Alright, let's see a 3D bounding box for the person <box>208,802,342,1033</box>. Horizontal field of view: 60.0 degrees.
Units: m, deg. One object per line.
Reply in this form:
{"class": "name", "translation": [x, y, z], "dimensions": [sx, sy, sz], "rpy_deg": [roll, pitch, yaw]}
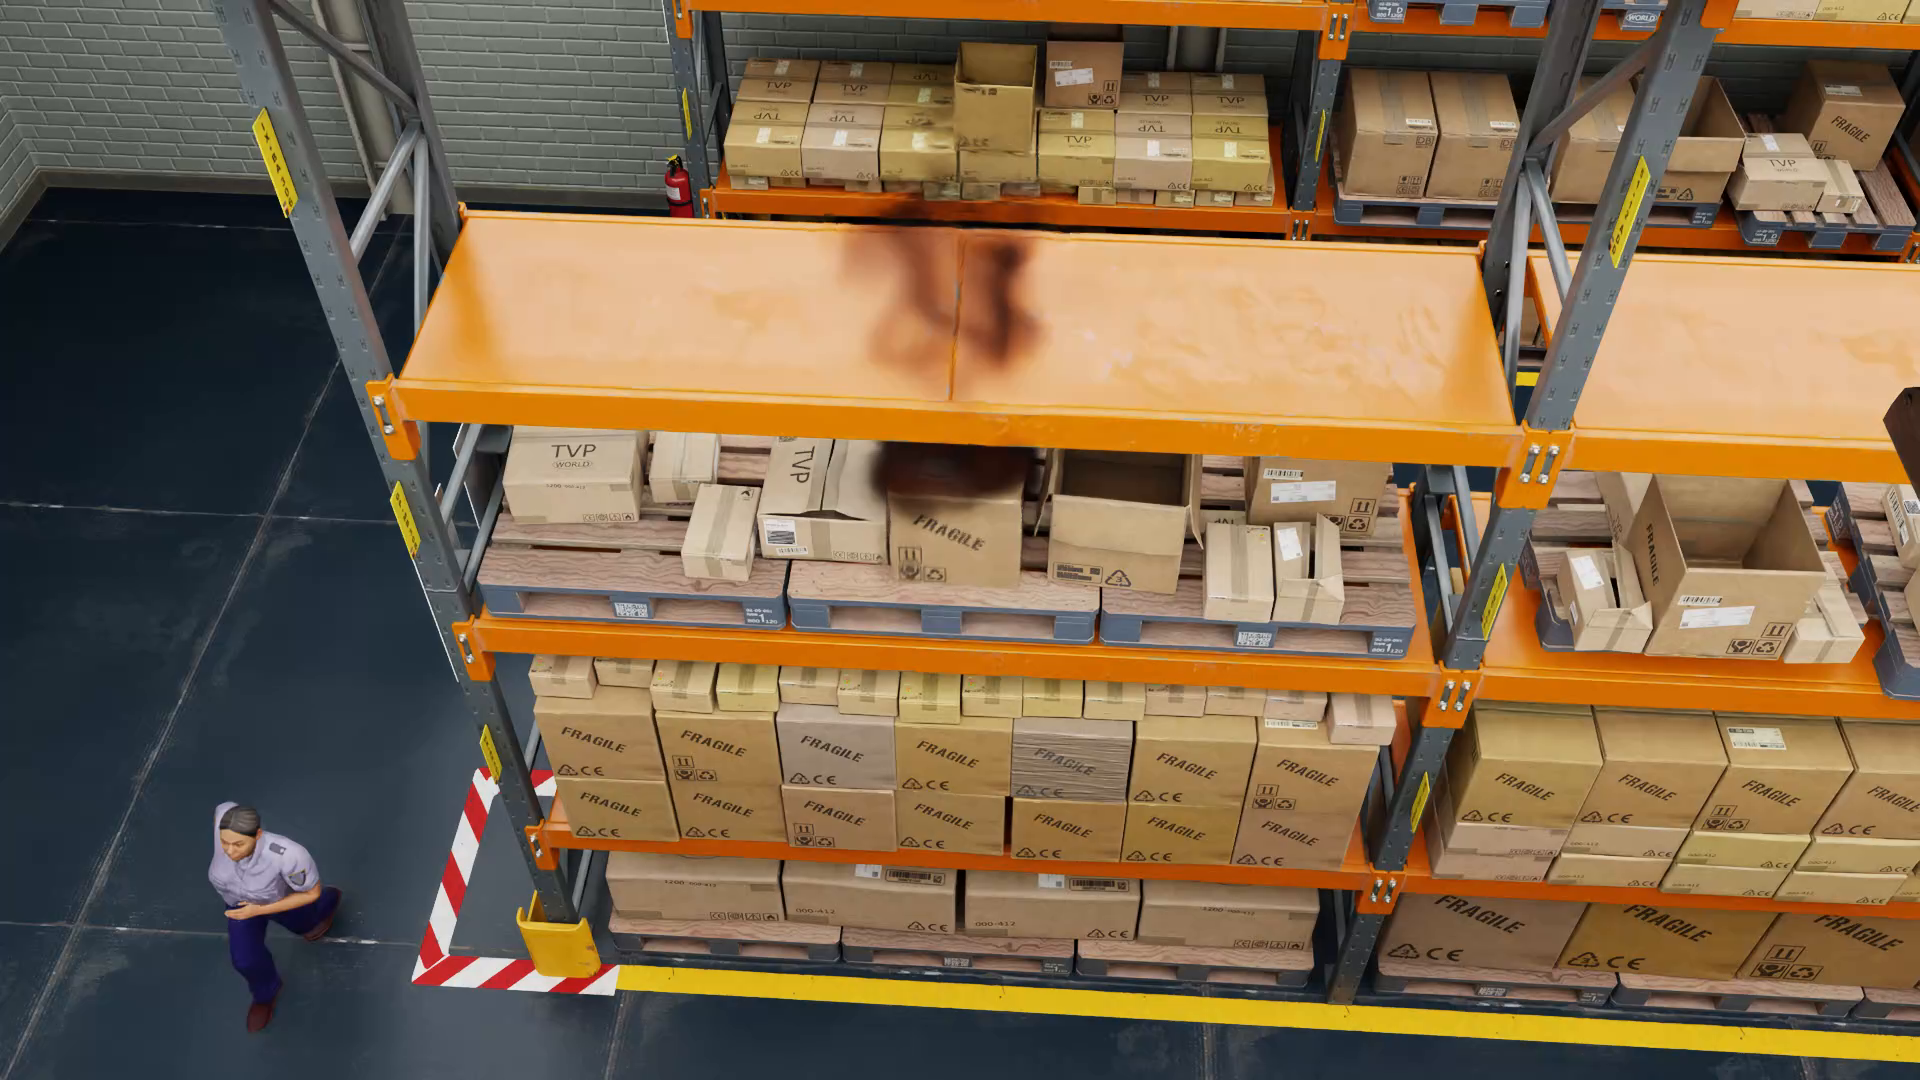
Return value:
{"class": "person", "translation": [-3.293, 1.726, 8.111], "dimensions": [0.634, 1.676, 0.768], "rpy_deg": [7, 48, 6]}
